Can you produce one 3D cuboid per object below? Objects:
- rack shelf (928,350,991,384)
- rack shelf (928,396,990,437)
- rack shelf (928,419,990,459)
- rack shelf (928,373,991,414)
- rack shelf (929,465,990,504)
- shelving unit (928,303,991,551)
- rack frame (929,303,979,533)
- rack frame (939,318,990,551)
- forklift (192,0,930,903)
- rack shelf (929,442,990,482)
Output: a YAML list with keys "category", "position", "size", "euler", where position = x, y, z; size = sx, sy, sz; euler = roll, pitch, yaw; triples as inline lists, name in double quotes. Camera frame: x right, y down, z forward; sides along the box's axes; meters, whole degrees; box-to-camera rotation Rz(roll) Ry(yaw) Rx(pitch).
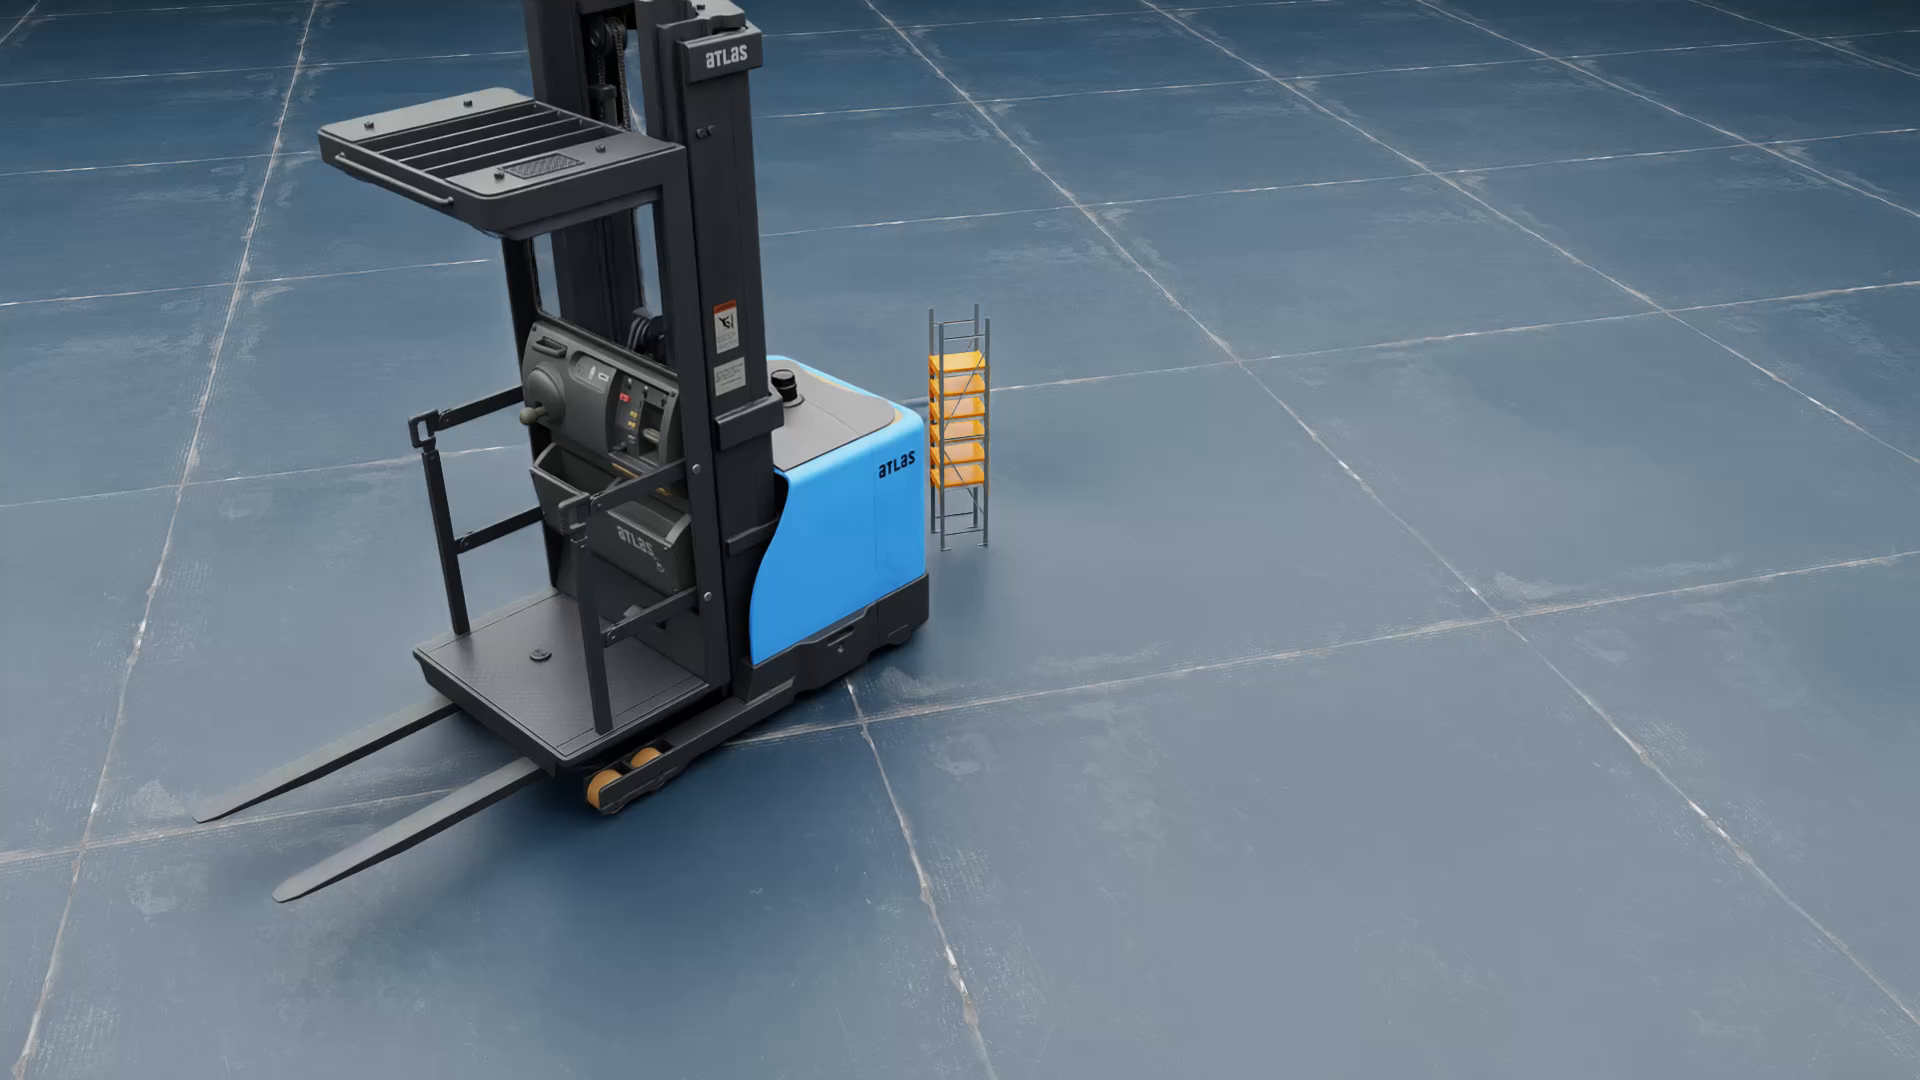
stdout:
- category: "rack shelf"
  position: [-0.004, -0.799, 7.803]
  size: [0.258, 0.103, 0.180]
  euler: [-8, 31, -13]
- category: "rack shelf"
  position: [-0.004, -0.592, 7.924]
  size: [0.258, 0.103, 0.180]
  euler: [-8, 31, -13]
- category: "rack shelf"
  position: [-0.004, -0.488, 7.984]
  size: [0.258, 0.103, 0.180]
  euler: [-8, 31, -13]
- category: "rack shelf"
  position: [-0.004, -0.696, 7.864]
  size: [0.258, 0.103, 0.180]
  euler: [-8, 31, -13]
- category: "rack shelf"
  position: [-0.004, -0.280, 8.104]
  size: [0.258, 0.103, 0.180]
  euler: [-8, 31, -13]
- category: "shelving unit"
  position: [-0.004, -0.526, 7.962]
  size: [0.258, 1.200, 0.189]
  euler: [-8, 31, -13]
- category: "rack frame"
  position: [-0.028, -0.570, 8.038]
  size: [0.240, 1.200, 0.006]
  euler: [-8, 31, -13]
- category: "rack frame"
  position: [0.020, -0.482, 7.885]
  size: [0.240, 1.200, 0.006]
  euler: [-8, 31, -13]
- category: "forklift"
  position: [-1.519, -0.502, 6.192]
  size: [1.130, 2.935, 3.031]
  euler: [26, 39, 37]
- category: "rack shelf"
  position: [-0.004, -0.384, 8.044]
  size: [0.258, 0.103, 0.180]
  euler: [-8, 31, -13]
